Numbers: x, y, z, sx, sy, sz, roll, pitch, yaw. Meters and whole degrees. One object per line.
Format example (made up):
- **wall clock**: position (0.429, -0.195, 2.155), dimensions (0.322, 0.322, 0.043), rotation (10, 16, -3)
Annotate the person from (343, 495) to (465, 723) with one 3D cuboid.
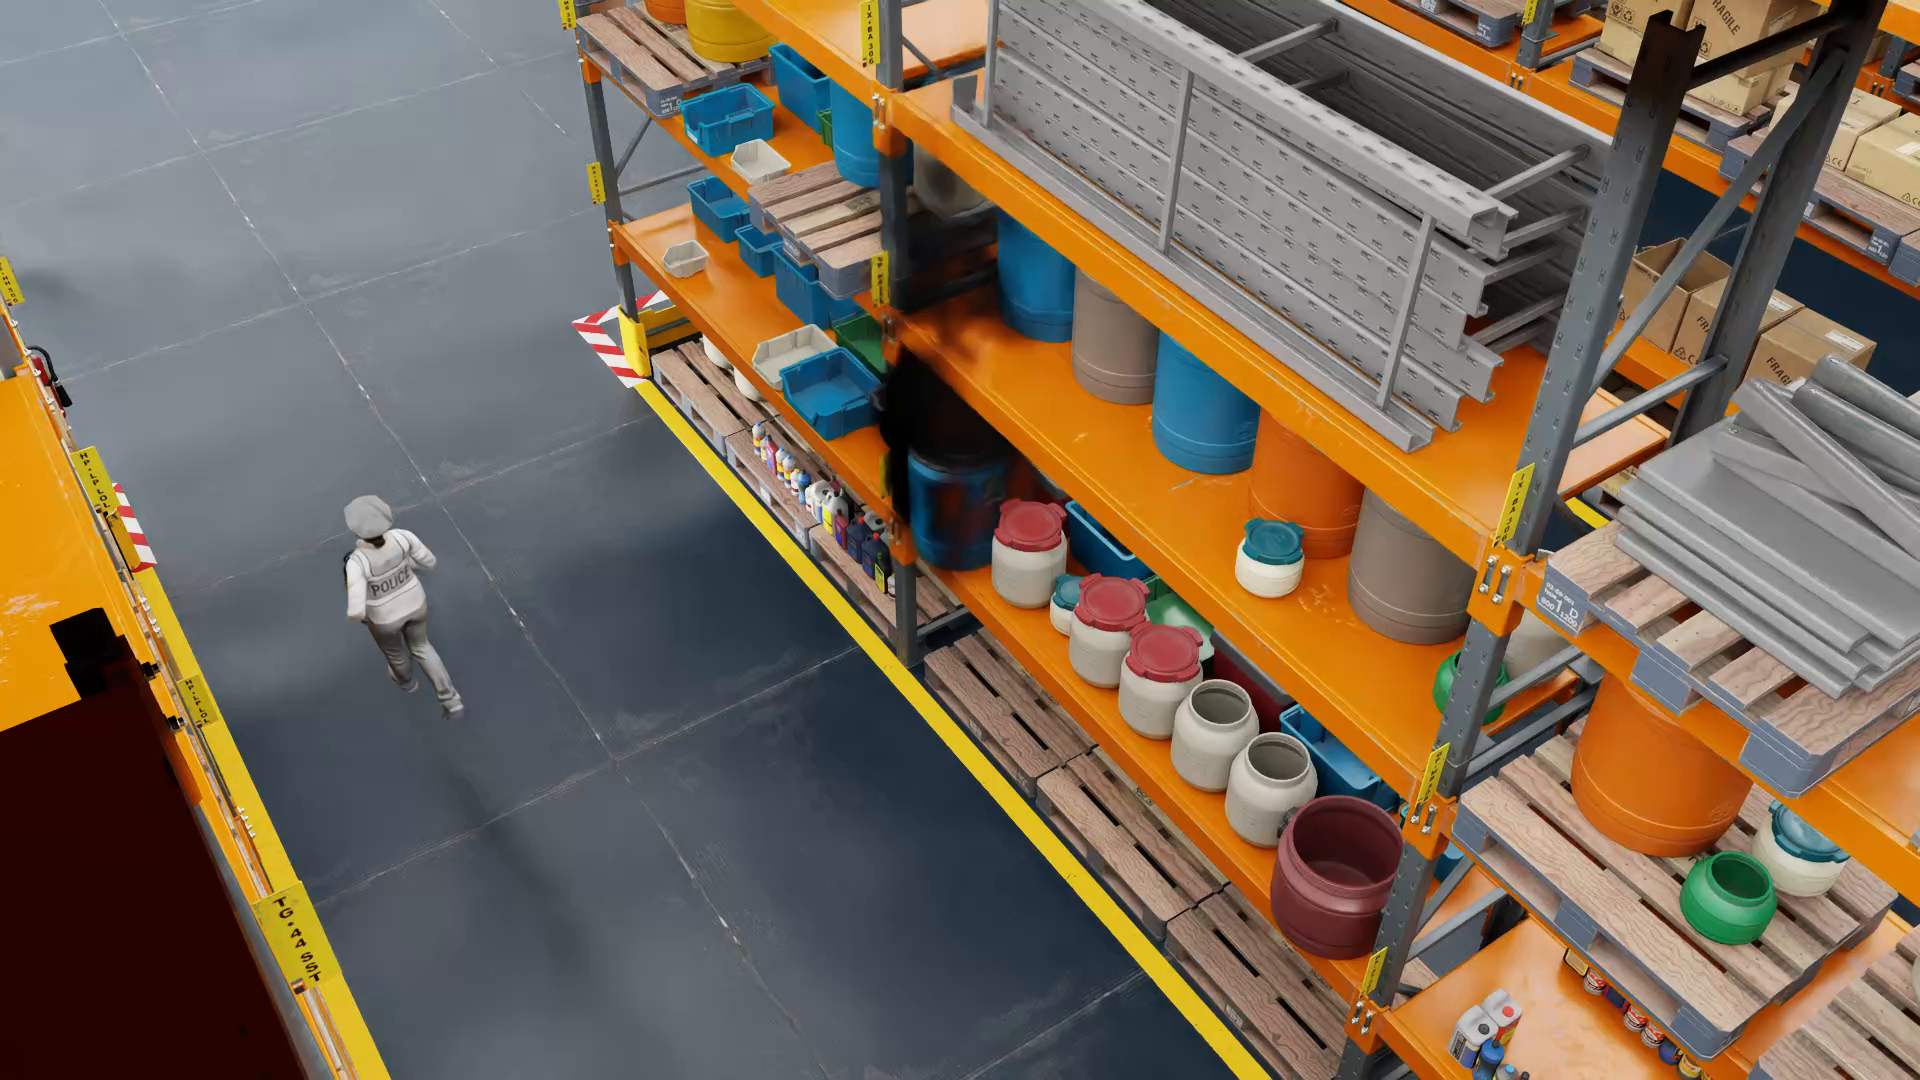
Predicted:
- **person**: position (-3.296, 0.394, 9.641), dimensions (0.618, 1.675, 0.803), rotation (-33, 52, -31)
